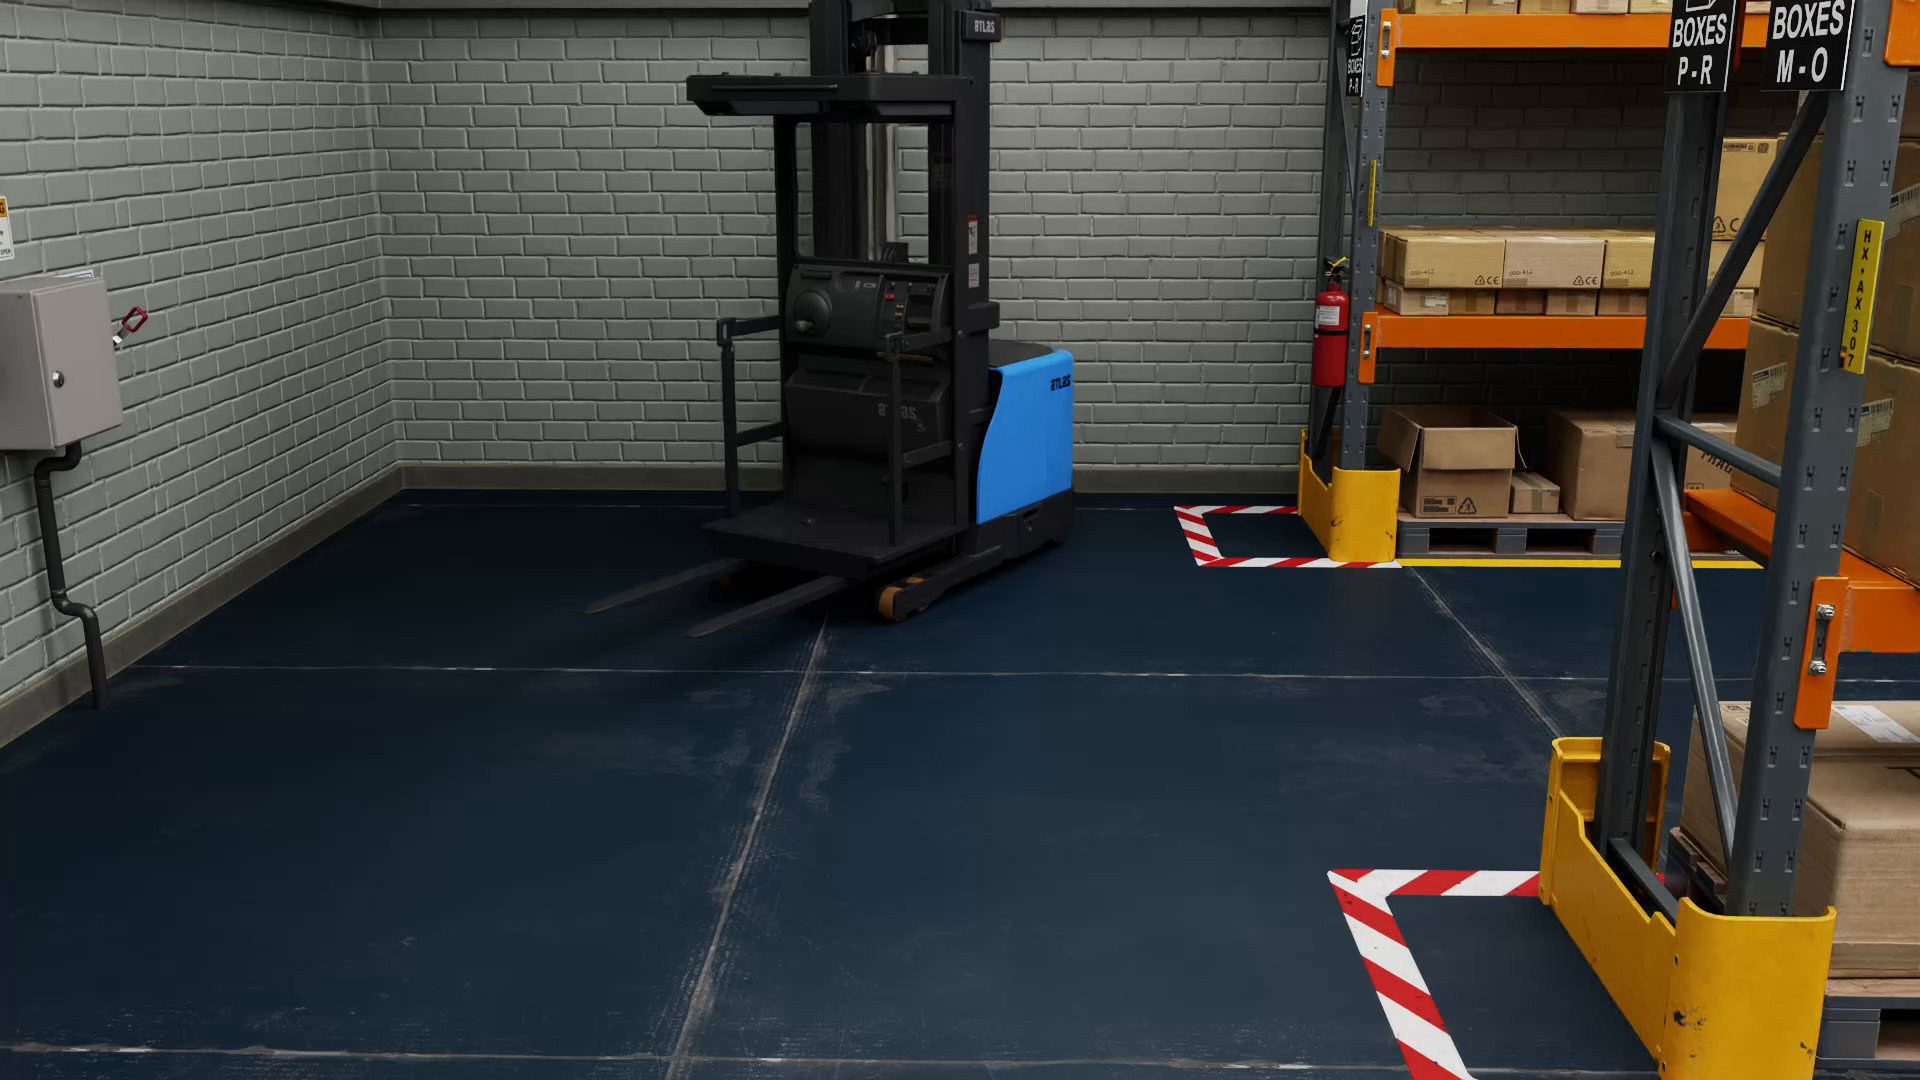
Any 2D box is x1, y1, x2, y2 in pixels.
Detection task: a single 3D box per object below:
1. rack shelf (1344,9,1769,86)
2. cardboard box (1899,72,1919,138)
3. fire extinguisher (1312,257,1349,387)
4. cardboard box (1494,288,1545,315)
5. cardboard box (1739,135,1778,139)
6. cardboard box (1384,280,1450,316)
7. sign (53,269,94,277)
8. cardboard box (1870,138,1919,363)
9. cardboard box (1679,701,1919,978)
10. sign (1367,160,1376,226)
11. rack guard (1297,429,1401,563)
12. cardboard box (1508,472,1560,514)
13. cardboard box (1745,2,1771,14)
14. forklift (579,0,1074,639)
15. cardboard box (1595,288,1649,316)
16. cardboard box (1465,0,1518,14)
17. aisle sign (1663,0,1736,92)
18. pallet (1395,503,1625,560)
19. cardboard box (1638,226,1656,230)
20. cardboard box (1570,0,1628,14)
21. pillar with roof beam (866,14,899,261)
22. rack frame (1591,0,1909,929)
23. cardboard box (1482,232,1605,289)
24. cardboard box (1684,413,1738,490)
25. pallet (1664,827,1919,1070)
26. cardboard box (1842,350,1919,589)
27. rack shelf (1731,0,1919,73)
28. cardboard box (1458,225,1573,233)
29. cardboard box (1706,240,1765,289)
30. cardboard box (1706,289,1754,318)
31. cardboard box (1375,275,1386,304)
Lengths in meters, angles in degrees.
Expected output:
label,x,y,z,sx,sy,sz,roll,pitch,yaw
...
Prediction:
label,x,y,z,sx,sy,sz,roll,pitch,yaw
rack shelf,4.099,-2.568,8.725,4.000,0.370,1.077,0,15,1
cardboard box,2.324,-0.985,3.767,0.250,0.149,0.380,1,15,3
fire extinguisher,1.940,-1.144,8.679,0.183,0.674,0.296,0,15,1
cardboard box,2.940,-1.302,8.889,0.250,0.149,0.380,0,15,1
cardboard box,4.616,-1.964,9.145,0.500,0.500,0.500,0,15,0
cardboard box,2.421,-1.285,8.824,0.250,0.149,0.380,0,15,1
sign,-3.656,-0.860,6.905,0.001,0.494,0.329,0,15,1
cardboard box,2.449,-0.669,3.839,0.500,0.500,0.500,0,15,0
cardboard box,2.638,0.802,4.620,0.875,0.438,0.875,0,15,0
sign,2.085,-1.759,8.430,0.005,0.325,0.100,0,15,1
rack guard,2.175,-0.270,9.382,0.348,0.500,1.175,0,15,1
cardboard box,3.132,-0.262,9.220,0.250,0.149,0.380,0,15,-1
cardboard box,3.942,-2.711,8.350,0.250,0.149,0.380,0,15,2
forklift,-0.579,-1.168,8.020,1.130,2.935,3.031,9,17,31
cardboard box,3.457,-1.285,8.823,0.250,0.149,0.380,1,15,2
cardboard box,2.675,-2.751,8.500,0.250,0.149,0.380,1,15,2
aisle sign,1.912,-1.549,4.237,0.004,0.787,0.394,0,15,1
pallet,2.972,-0.125,9.400,1.213,0.211,1.003,0,15,1
cardboard box,4.099,-1.603,9.247,0.500,0.250,0.500,0,15,1
cardboard box,3.177,-2.717,8.372,0.250,0.149,0.380,1,15,3
pillar with roof beam,-0.683,-3.529,5.076,0.400,9.000,9.100,0,15,1
rack frame,1.976,-0.213,4.267,0.127,3.000,1.000,0,15,1
cardboard box,3.050,-1.475,8.762,0.500,0.250,0.500,1,15,2
cardboard box,4.088,-0.401,9.055,0.500,0.500,0.500,1,15,2
pallet,2.777,1.121,4.678,1.213,0.211,1.003,0,15,1
cardboard box,2.449,-0.185,3.965,0.500,0.500,0.500,0,15,1
rack shelf,3.975,-1.302,3.927,4.000,0.370,1.077,0,15,1
cardboard box,3.081,-1.611,9.277,0.500,0.250,0.500,0,15,2
cardboard box,4.068,-1.475,8.761,0.500,0.250,0.500,0,15,0
cardboard box,3.971,-1.268,8.757,0.250,0.149,0.380,1,15,3
cardboard box,2.437,-1.424,9.348,0.250,0.149,0.380,0,15,1
